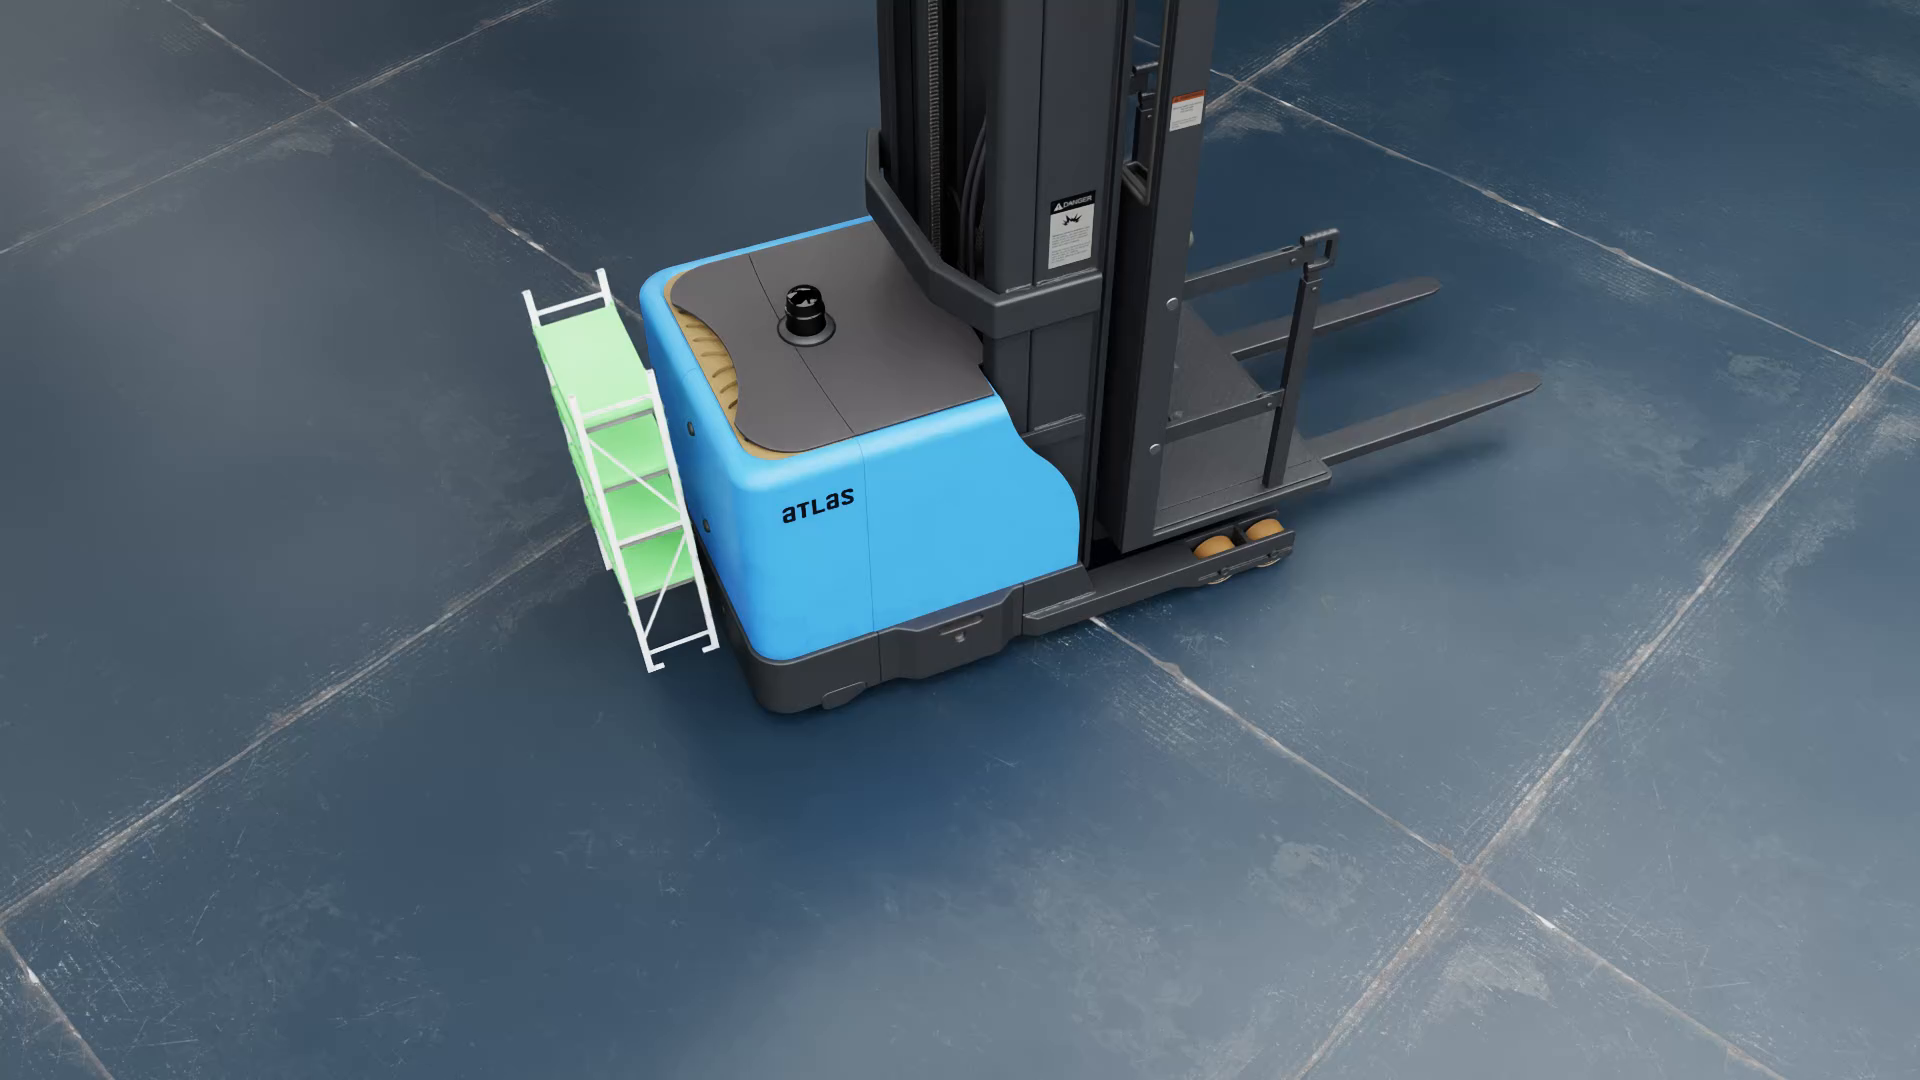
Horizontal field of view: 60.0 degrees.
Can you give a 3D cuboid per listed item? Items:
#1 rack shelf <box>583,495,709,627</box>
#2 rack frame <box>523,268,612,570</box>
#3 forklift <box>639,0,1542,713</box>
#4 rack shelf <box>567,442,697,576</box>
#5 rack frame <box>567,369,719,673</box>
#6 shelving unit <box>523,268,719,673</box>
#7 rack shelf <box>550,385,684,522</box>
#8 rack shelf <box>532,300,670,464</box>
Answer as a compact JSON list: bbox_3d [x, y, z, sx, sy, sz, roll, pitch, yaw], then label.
[{"bbox_3d":[-1.006,0.022,5.314,0.258,0.148,0.480,-20,50,-14],"label":"rack shelf"},{"bbox_3d":[-1.118,-0.344,5.242,0.240,1.200,0.015,-20,50,-14],"label":"rack frame"},{"bbox_3d":[0.576,-1.190,4.857,3.031,2.935,1.130,-18,49,-16],"label":"forklift"},{"bbox_3d":[-1.016,-0.139,5.137,0.258,0.148,0.480,-20,50,-14],"label":"rack shelf"},{"bbox_3d":[-0.919,-0.019,4.937,0.240,1.200,0.015,-20,50,-14],"label":"rack frame"},{"bbox_3d":[-1.019,-0.181,5.089,0.258,1.200,0.503,-20,50,-14],"label":"shelving unit"},{"bbox_3d":[-1.026,-0.300,4.959,0.258,0.148,0.480,-20,50,-14],"label":"rack shelf"},{"bbox_3d":[-1.036,-0.460,4.781,0.258,0.148,0.480,-20,50,-14],"label":"rack shelf"}]
